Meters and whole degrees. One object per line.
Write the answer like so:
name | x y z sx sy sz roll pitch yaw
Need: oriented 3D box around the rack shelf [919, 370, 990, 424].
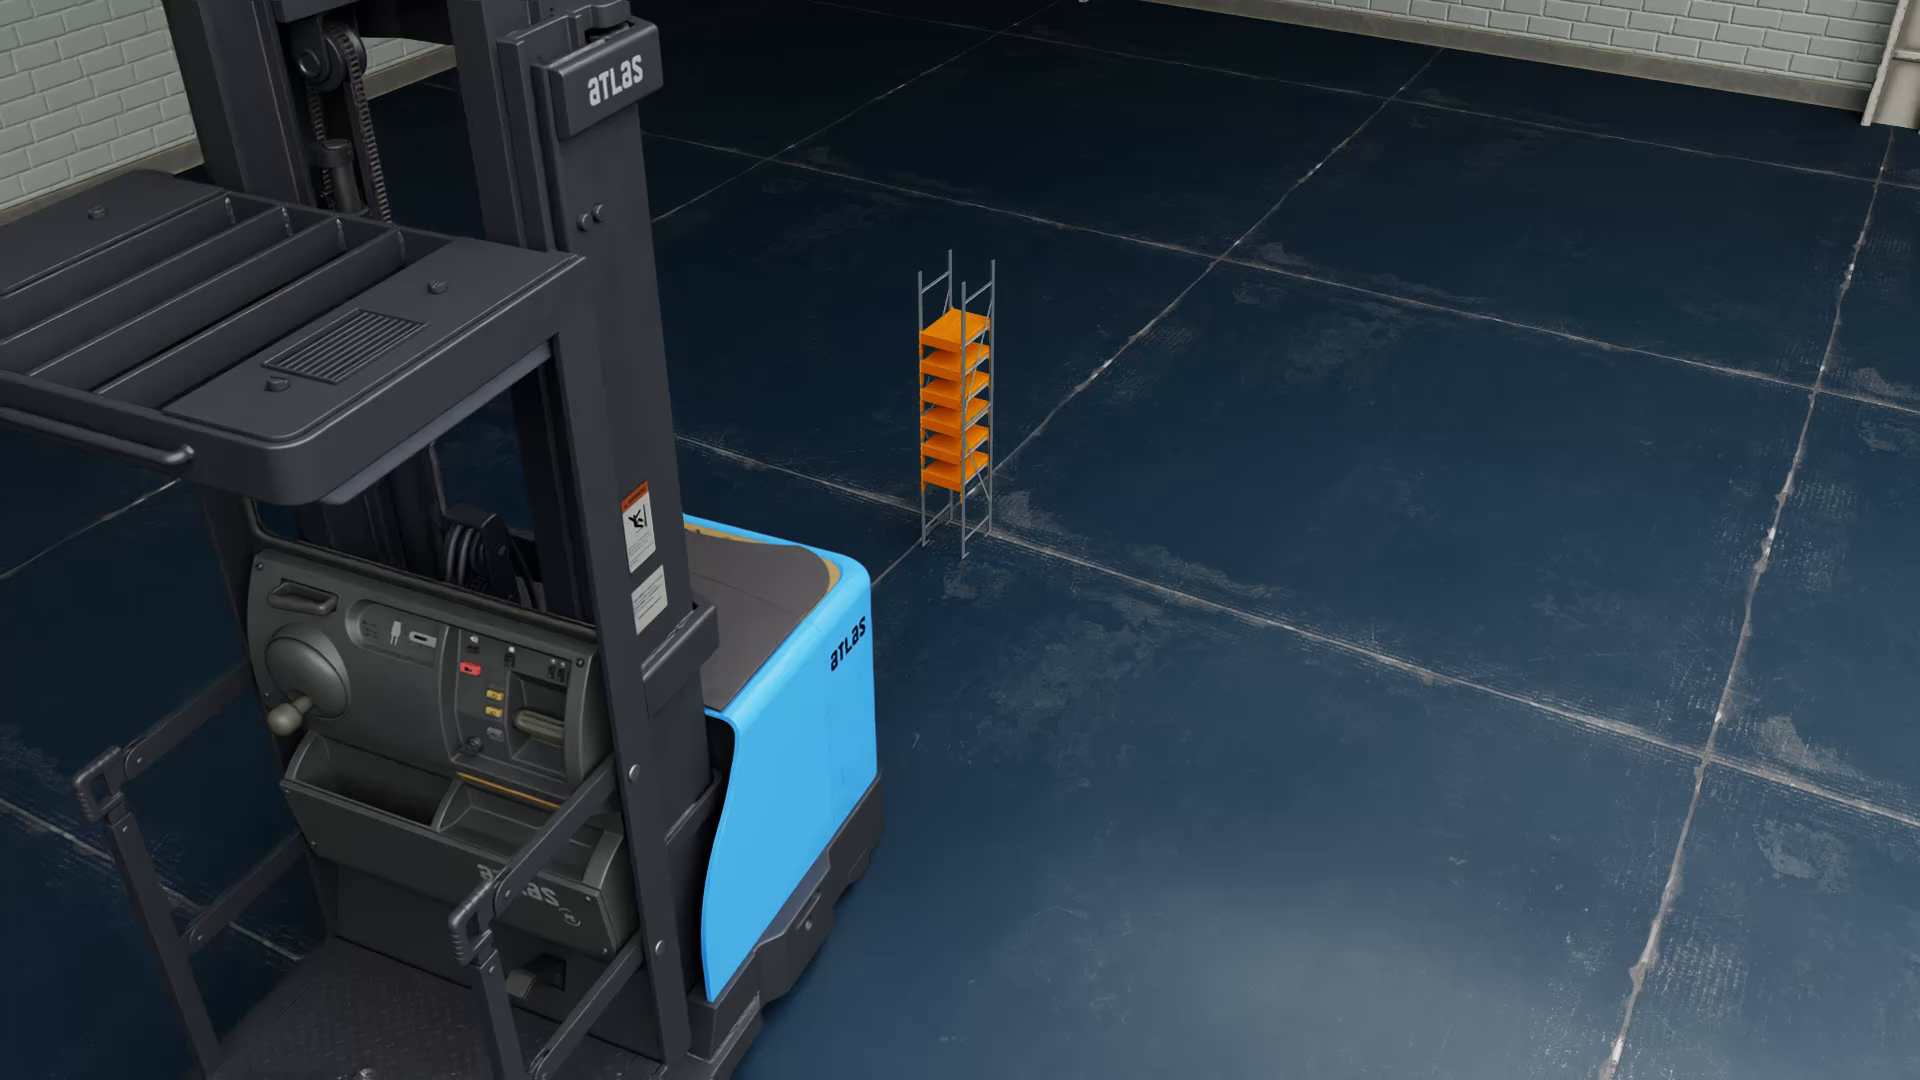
rack shelf | -0.013 -0.566 6.382 0.180 0.103 0.258 18 37 24

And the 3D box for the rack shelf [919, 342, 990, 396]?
rack shelf | -0.013 -0.666 6.315 0.180 0.103 0.258 18 37 24

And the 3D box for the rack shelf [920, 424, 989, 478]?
rack shelf | -0.013 -0.367 6.515 0.180 0.103 0.258 18 37 24

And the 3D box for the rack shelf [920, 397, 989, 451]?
rack shelf | -0.013 -0.466 6.448 0.180 0.103 0.258 18 37 24

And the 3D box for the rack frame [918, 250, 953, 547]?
rack frame | -0.092 -0.529 6.461 0.006 1.200 0.240 18 37 24

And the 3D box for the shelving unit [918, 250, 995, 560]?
shelving unit | -0.013 -0.503 6.423 0.189 1.200 0.258 18 37 24

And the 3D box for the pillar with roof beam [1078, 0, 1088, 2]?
pillar with roof beam | -1.250 -6.042 7.704 0.400 9.000 9.100 18 37 24

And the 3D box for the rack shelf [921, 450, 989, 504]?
rack shelf | -0.013 -0.267 6.581 0.180 0.103 0.258 18 37 24

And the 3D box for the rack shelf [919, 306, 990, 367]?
rack shelf | -0.013 -0.766 6.249 0.180 0.103 0.258 18 37 24

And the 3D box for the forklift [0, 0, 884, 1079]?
forklift | -1.302 0.368 3.553 1.130 2.935 3.031 14 36 20

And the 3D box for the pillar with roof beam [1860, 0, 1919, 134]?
pillar with roof beam | 3.959 -4.392 5.226 0.400 9.000 9.100 18 37 24

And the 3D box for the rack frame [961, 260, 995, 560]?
rack frame | 0.067 -0.478 6.386 0.006 1.200 0.240 18 37 24
